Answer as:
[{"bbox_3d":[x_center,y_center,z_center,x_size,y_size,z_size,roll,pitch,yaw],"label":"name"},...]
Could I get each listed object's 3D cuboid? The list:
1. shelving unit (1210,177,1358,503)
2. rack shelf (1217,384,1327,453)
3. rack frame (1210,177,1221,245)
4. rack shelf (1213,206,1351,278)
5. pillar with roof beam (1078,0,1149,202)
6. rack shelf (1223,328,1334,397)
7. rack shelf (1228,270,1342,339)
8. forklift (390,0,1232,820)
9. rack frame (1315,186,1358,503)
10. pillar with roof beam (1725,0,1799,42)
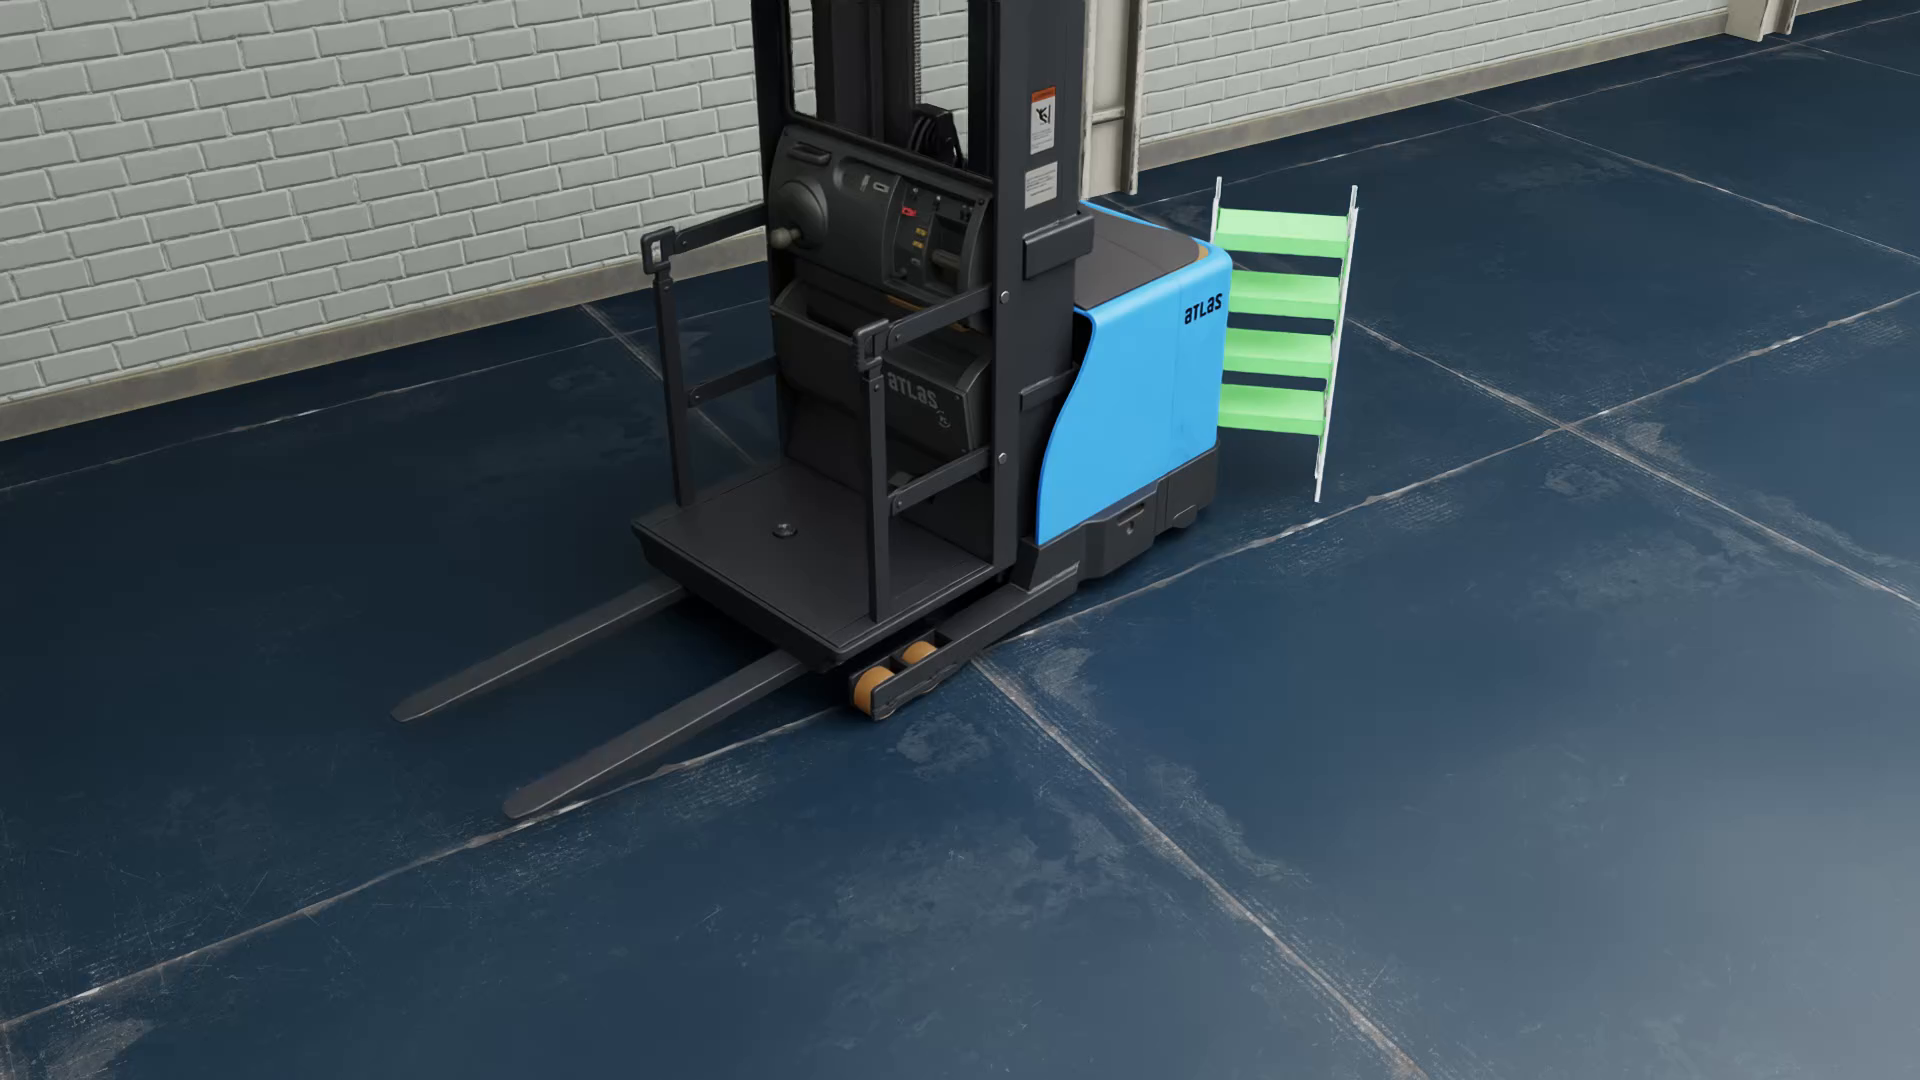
[{"bbox_3d":[1.173,-0.741,6.299,0.503,1.200,0.258,6,33,9],"label":"shelving unit"},{"bbox_3d":[1.173,-0.484,6.461,0.480,0.148,0.258,6,33,9],"label":"rack shelf"},{"bbox_3d":[0.933,-0.764,6.337,0.015,1.200,0.240,6,33,9],"label":"rack frame"},{"bbox_3d":[1.173,-1.092,6.077,0.480,0.148,0.258,6,33,9],"label":"rack shelf"},{"bbox_3d":[3.081,-3.835,3.895,0.400,9.000,9.100,-19,37,-27],"label":"pillar with roof beam"},{"bbox_3d":[1.173,-0.686,6.333,0.480,0.148,0.258,6,33,9],"label":"rack shelf"},{"bbox_3d":[1.173,-0.889,6.205,0.480,0.148,0.258,6,33,9],"label":"rack shelf"},{"bbox_3d":[-0.416,-0.976,5.050,1.130,2.935,3.031,28,42,36],"label":"forklift"},{"bbox_3d":[1.413,-0.717,6.262,0.015,1.200,0.240,6,33,9],"label":"rack frame"},{"bbox_3d":[8.124,-5.570,6.645,0.400,9.000,9.100,-19,37,-27],"label":"pillar with roof beam"}]
